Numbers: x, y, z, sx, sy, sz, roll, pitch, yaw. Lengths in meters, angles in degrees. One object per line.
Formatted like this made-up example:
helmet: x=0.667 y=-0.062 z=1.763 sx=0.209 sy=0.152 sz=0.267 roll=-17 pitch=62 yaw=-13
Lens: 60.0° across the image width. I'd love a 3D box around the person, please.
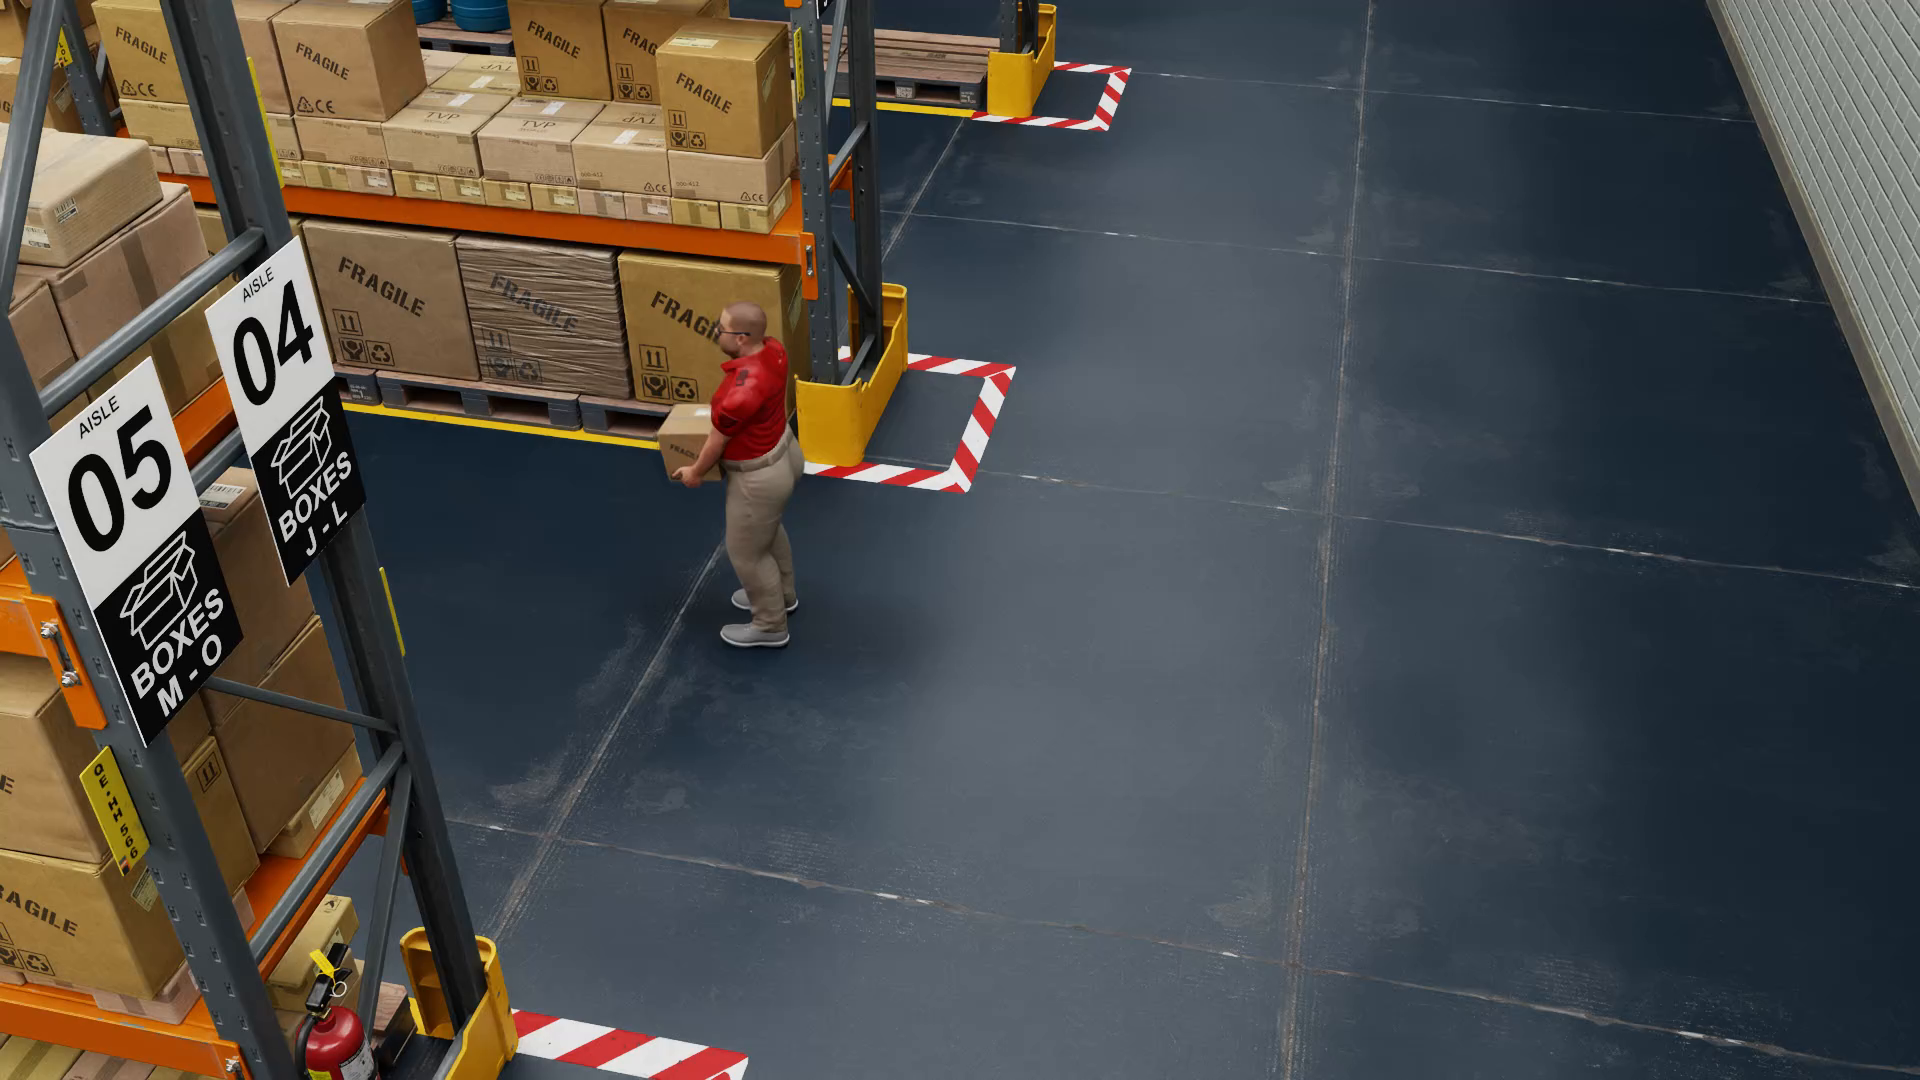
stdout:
person: x=-0.982 y=-0.299 z=7.394 sx=0.541 sy=1.726 sz=0.490 roll=7 pitch=37 yaw=9
